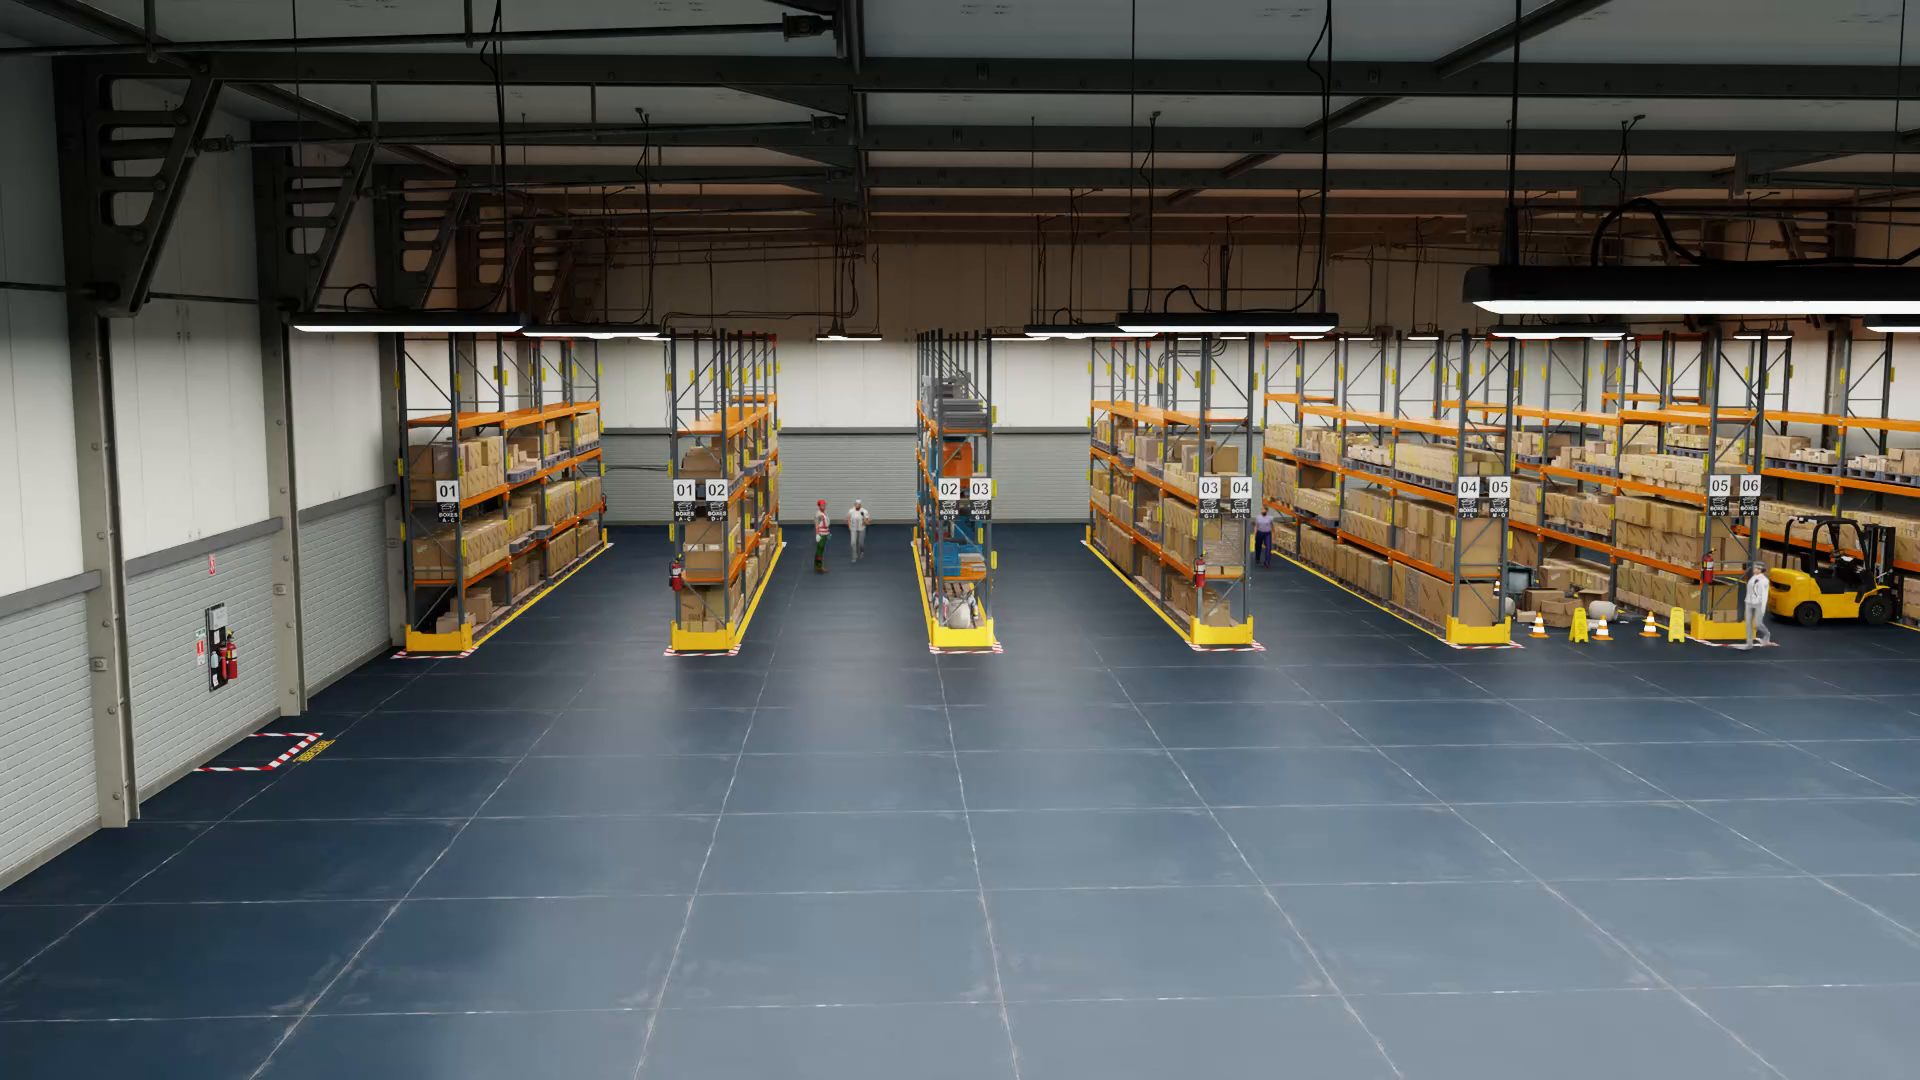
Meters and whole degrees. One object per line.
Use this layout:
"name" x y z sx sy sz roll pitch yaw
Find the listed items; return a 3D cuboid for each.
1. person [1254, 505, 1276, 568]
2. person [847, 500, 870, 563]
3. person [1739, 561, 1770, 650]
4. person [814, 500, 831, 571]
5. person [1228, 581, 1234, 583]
"person" 7.835 -0.103 42.719 0.573 1.582 0.929 0 7 4
"person" -2.684 -0.233 43.899 0.639 1.695 0.724 0 7 3
"person" 14.919 1.221 31.094 0.527 1.673 0.474 -4 8 -32
"person" -3.503 -0.131 42.172 0.411 1.804 0.620 1 7 12
"person" 6.350 0.123 39.926 0.672 1.744 0.940 0 7 2
